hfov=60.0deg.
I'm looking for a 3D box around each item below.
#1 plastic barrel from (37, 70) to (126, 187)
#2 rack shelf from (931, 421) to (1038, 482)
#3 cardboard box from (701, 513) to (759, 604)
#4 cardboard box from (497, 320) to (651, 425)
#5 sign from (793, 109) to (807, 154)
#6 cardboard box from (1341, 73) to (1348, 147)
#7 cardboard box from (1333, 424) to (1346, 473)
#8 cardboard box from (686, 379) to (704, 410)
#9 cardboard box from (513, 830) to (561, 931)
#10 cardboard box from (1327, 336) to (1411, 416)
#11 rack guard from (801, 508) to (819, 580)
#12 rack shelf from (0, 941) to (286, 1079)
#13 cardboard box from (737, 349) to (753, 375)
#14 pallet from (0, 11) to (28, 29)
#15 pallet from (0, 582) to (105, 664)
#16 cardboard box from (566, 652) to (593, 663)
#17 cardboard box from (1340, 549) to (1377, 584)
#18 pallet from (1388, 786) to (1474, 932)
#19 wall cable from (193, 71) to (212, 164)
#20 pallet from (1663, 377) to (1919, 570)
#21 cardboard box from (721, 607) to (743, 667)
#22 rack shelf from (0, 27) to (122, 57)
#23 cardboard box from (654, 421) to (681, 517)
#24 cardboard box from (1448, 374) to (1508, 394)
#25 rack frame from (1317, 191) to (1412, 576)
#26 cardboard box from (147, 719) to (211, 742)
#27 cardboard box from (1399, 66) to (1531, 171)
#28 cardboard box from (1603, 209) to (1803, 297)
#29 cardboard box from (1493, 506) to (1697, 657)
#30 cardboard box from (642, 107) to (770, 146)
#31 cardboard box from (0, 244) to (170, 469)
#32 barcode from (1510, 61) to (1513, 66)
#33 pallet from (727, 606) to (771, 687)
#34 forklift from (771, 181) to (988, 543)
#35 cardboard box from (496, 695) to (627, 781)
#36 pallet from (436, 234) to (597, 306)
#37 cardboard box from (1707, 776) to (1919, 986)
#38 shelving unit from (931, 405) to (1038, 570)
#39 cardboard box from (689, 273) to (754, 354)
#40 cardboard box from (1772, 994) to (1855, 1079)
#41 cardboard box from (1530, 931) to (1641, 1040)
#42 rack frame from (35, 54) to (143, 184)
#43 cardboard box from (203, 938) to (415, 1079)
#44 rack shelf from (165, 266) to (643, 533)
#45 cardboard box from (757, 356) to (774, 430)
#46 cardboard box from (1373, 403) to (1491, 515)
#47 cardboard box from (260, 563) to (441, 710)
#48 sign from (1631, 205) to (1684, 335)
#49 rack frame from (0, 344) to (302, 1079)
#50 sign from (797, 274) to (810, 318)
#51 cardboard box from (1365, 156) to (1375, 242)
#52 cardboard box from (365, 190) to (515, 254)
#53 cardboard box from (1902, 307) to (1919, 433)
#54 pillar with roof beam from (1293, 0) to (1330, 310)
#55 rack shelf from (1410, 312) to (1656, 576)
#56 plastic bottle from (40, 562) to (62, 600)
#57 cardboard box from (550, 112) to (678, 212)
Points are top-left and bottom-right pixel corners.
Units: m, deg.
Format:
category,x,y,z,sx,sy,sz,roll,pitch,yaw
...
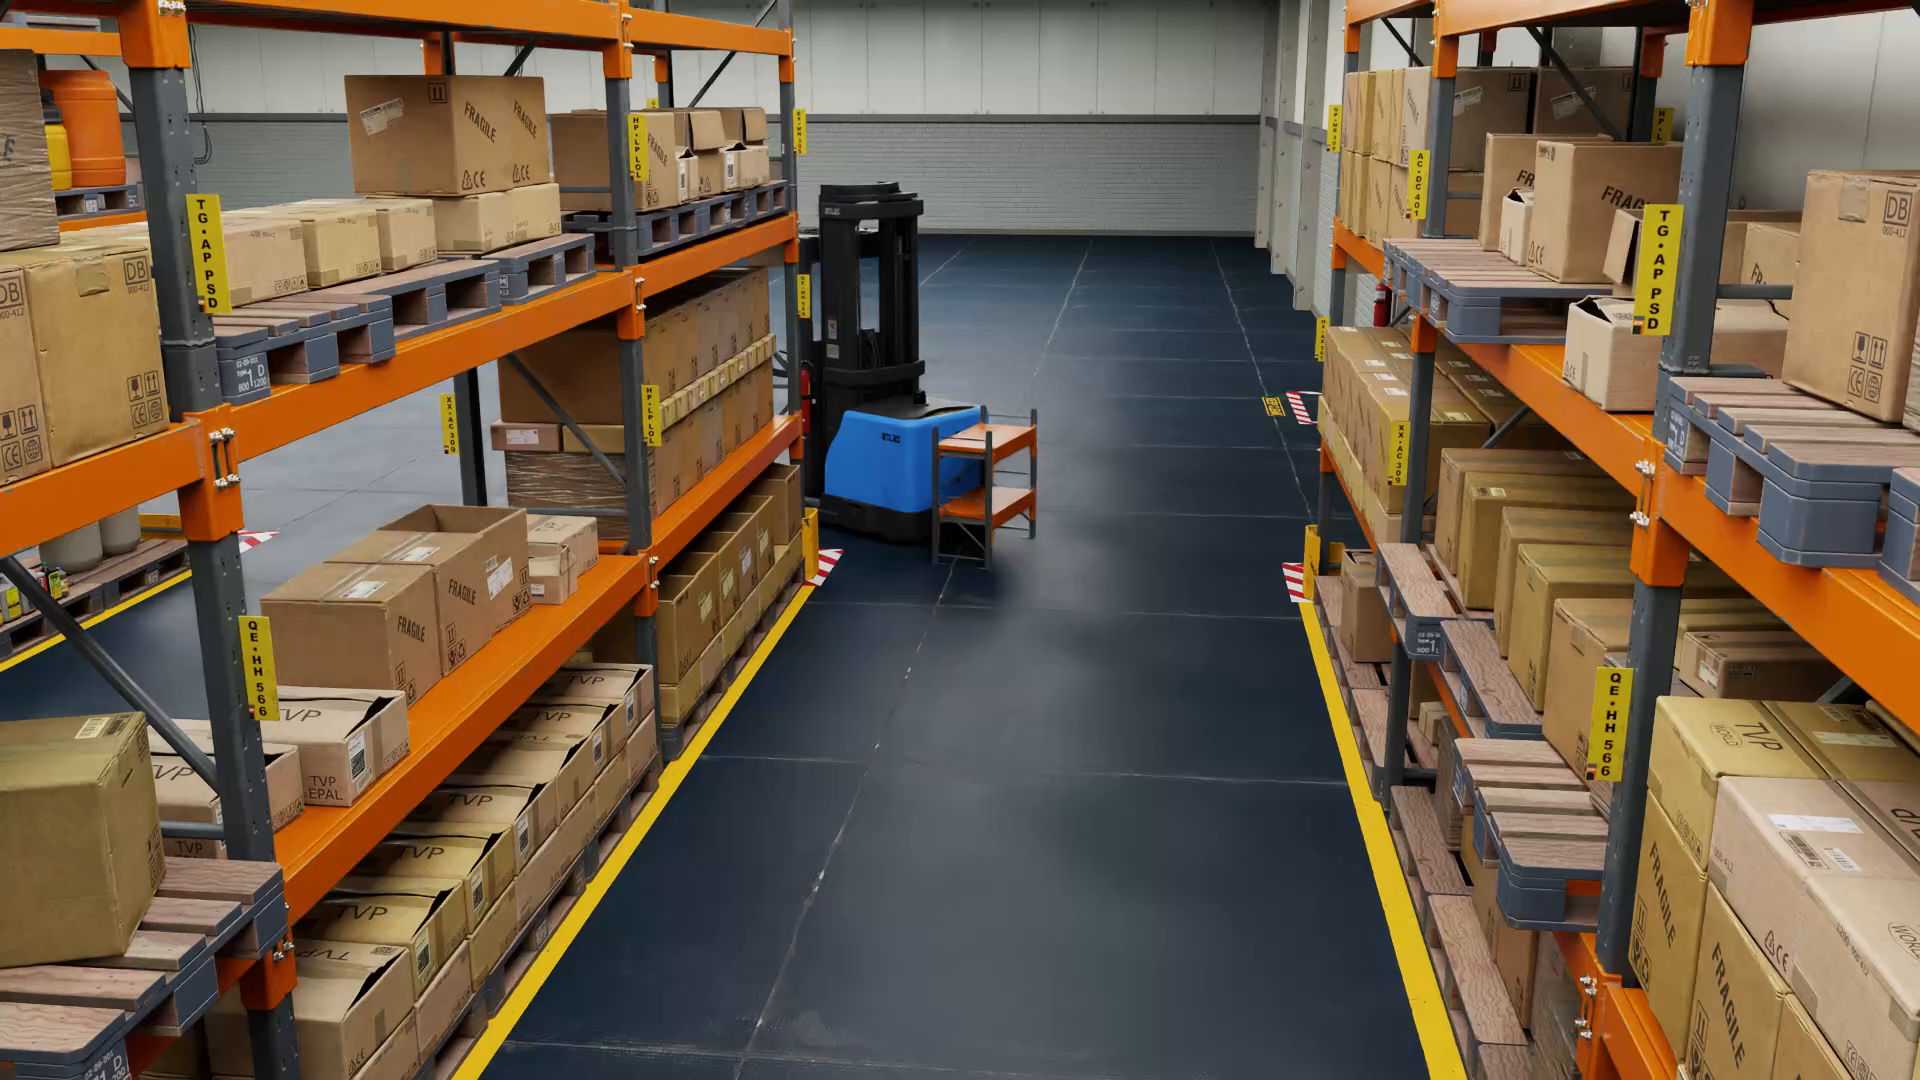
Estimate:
category,x,y,z,sx,sy,sz,roll,pitch,yaw
plastic barrel,-6.569,-3.060,12.359,0.600,0.830,0.708,2,15,6
rack shelf,0.212,-0.733,13.598,0.538,0.278,1.000,6,16,22
cardboard box,-1.640,0.115,11.018,0.500,0.500,0.500,2,15,6
cardboard box,-2.127,-0.938,9.206,0.700,0.500,0.500,2,15,7
sign,-1.182,-3.003,12.230,0.100,0.325,0.005,2,15,6
cardboard box,2.918,-2.936,11.382,0.500,0.500,0.500,1,15,2
cardboard box,2.725,-0.593,10.859,0.500,0.250,0.500,1,15,5
cardboard box,-1.807,-0.908,10.337,0.380,0.149,0.250,1,15,5
cardboard box,-2.105,1.489,7.373,0.500,0.250,0.500,2,15,7
cardboard box,2.785,-1.097,11.284,0.500,0.500,0.500,2,15,6
rack guard,-1.717,0.015,13.148,1.175,0.500,0.348,2,15,6
rack shelf,-2.848,1.756,3.301,1.077,0.370,4.000,2,15,6
cardboard box,-1.661,-1.242,11.576,0.380,0.149,0.250,2,15,7
pallet,-6.892,-3.438,10.766,1.003,0.211,1.213,2,15,6
pallet,-6.840,0.561,11.682,1.003,0.211,1.213,2,15,6
cardboard box,-2.336,0.850,9.735,0.500,0.250,0.500,2,15,6
cardboard box,3.036,0.222,11.902,0.500,0.311,0.500,0,15,0
pallet,2.665,1.545,8.043,1.003,0.211,1.213,2,15,6
wall cable,-22.284,-11.664,46.007,3.097,2.526,0.112,2,15,6
pallet,2.280,-0.154,3.599,1.213,0.211,1.003,2,15,9
cardboard box,-1.694,0.606,10.636,0.500,0.250,0.500,2,15,6
rack shelf,-6.866,-3.169,10.787,1.077,0.370,4.000,2,15,6
cardboard box,-2.074,-0.448,9.882,0.700,0.500,0.500,2,15,6
cardboard box,3.136,-0.681,9.746,0.500,0.500,0.500,2,15,8
rack frame,3.203,-1.040,12.263,1.000,3.000,0.127,2,15,6
cardboard box,-2.795,0.770,6.051,0.380,0.149,0.250,2,15,6
cardboard box,2.539,-2.129,8.398,0.500,0.500,0.500,0,15,1
cardboard box,2.539,-0.806,5.415,0.797,0.503,0.637,4,16,14
cardboard box,2.547,0.184,6.701,0.700,0.500,0.500,4,16,14
cardboard box,-1.788,-2.804,11.770,0.797,0.503,0.637,3,15,10
cardboard box,-2.638,-0.492,4.299,0.910,0.500,0.500,2,15,6
barcode,3.620,-3.110,10.914,0.001,0.075,0.075,2,15,6
pallet,-1.904,0.676,11.258,1.003,0.211,1.213,2,15,6
forklift,-1.159,-1.698,14.826,3.031,2.935,1.130,14,20,41
cardboard box,-1.984,0.955,8.274,0.500,0.311,0.500,2,15,8
pallet,-2.257,-1.274,7.748,0.805,0.209,1.217,1,15,4
cardboard box,1.933,0.721,3.514,0.500,0.250,0.500,1,15,5
shelving unit,0.212,-0.451,13.675,0.538,1.125,1.048,6,16,22
cardboard box,-1.845,-1.589,11.614,0.700,0.500,0.500,1,15,5
cardboard box,1.866,1.216,3.120,0.500,0.500,0.500,2,15,6
cardboard box,2.503,1.710,6.036,0.700,0.500,0.500,2,15,6
rack frame,-6.641,-4.228,12.559,1.000,3.000,0.127,2,15,6
cardboard box,-2.271,1.616,5.827,0.500,0.311,0.500,2,15,8
rack shelf,-2.396,-0.730,6.746,1.077,0.370,4.000,2,15,6
cardboard box,-1.785,-1.113,12.339,0.700,0.500,0.500,2,15,6
cardboard box,2.498,-0.434,8.832,0.500,0.500,0.500,2,15,6
cardboard box,-2.449,0.406,6.724,0.500,0.500,0.500,1,15,3
sign,1.761,-0.679,4.191,0.100,0.325,0.005,2,15,6
rack frame,-2.622,0.890,5.125,1.000,3.000,0.127,2,15,6
sign,-1.182,-1.839,12.544,0.100,0.325,0.005,2,15,6
cardboard box,2.727,-2.054,10.036,0.500,0.500,0.500,3,15,10
cardboard box,-2.309,-1.424,7.418,0.500,0.250,0.500,0,15,1
cardboard box,2.295,-0.408,3.142,0.700,0.500,0.500,1,15,3
pillar with roof beam,1.737,-8.525,28.448,9.100,9.000,0.400,2,15,6
rack shelf,2.526,-0.585,6.210,1.077,0.370,4.000,2,15,6
plastic bottle,-6.407,0.287,11.716,0.061,0.283,0.133,2,15,8
cardboard box,-1.852,-2.037,8.939,0.500,0.500,0.500,3,15,11
